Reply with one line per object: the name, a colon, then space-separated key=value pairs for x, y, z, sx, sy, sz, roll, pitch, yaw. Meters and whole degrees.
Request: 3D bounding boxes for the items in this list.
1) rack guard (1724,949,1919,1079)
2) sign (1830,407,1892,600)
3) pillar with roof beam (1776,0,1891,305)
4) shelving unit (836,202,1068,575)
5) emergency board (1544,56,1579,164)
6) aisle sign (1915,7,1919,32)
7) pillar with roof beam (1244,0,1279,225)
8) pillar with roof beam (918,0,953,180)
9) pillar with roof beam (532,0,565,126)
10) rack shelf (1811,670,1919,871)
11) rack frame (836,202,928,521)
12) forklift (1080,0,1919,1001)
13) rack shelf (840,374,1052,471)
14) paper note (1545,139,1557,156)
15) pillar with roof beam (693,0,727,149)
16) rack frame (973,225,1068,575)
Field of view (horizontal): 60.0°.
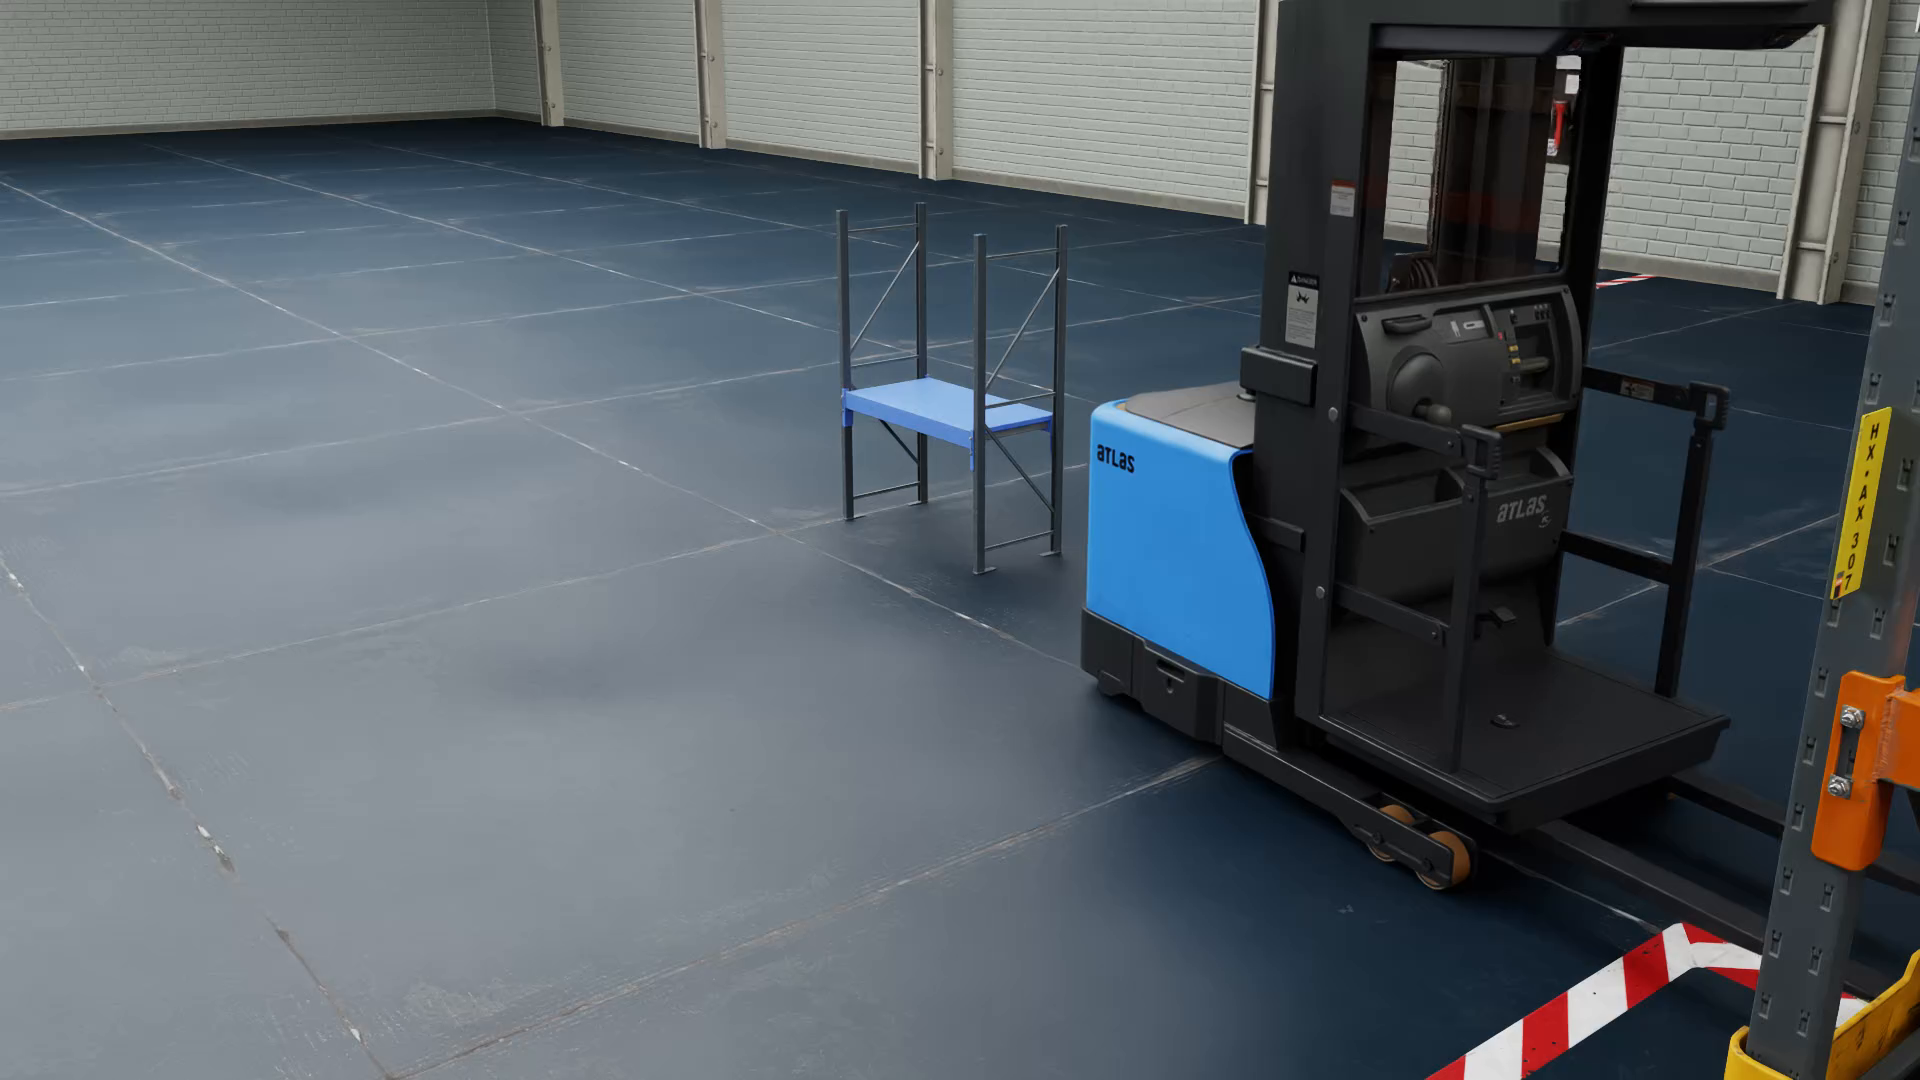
rack guard: x=2.053 y=1.160 z=3.563 sx=1.175 sy=0.500 sz=0.348 roll=-14 pitch=23 yaw=-36
sign: x=1.535 y=-0.061 z=2.834 sx=0.100 sy=0.325 sz=0.005 roll=-14 pitch=23 yaw=-36
pillar with roof beam: x=3.748 y=-5.452 z=10.011 sx=9.100 sy=9.000 sz=0.400 roll=-14 pitch=23 yaw=-36
shelving unit: x=-0.053 y=-0.733 z=7.690 sx=0.538 sy=1.500 sz=1.048 roll=-14 pitch=23 yaw=-36
emergency board: x=5.618 y=-4.060 z=15.353 sx=0.194 sy=1.169 sz=0.643 roll=-14 pitch=23 yaw=-36
aisle sign: x=1.695 y=-1.230 z=2.671 sx=0.394 sy=0.787 sz=0.004 roll=-14 pitch=23 yaw=-36
pillar with roof beam: x=0.023 y=-6.930 z=14.476 sx=9.100 sy=9.000 sz=0.400 roll=-14 pitch=23 yaw=-36
pillar with roof beam: x=-3.703 y=-8.409 z=18.941 sx=9.100 sy=9.000 sz=0.400 roll=-14 pitch=23 yaw=-36
pillar with roof beam: x=-11.153 y=-11.366 z=27.871 sx=9.100 sy=9.000 sz=0.400 roll=-14 pitch=23 yaw=-36
rack shelf: x=3.211 y=0.799 z=1.823 sx=1.077 sy=0.370 sz=4.000 roll=-14 pitch=23 yaw=-36
rack frame: x=-0.369 y=-0.858 z=8.068 sx=0.500 sy=1.500 sz=0.032 roll=-14 pitch=23 yaw=-36
forklift: x=1.663 y=-0.548 z=4.856 sx=1.130 sy=2.935 sz=3.031 roll=-11 pitch=21 yaw=-31
rack shelf: x=-0.053 y=-0.562 z=7.747 sx=0.538 sy=0.185 sz=1.000 roll=-14 pitch=23 yaw=-36
paper note: x=5.562 y=-3.699 z=15.664 sx=0.016 sy=0.148 sz=0.142 roll=-14 pitch=23 yaw=-36
pillar with roof beam: x=-7.428 y=-9.887 z=23.406 sx=9.100 sy=9.000 sz=0.400 roll=-14 pitch=23 yaw=-36
rack frame: x=0.263 y=-0.608 z=7.312 sx=0.500 sy=1.500 sz=0.032 roll=-14 pitch=23 yaw=-36
